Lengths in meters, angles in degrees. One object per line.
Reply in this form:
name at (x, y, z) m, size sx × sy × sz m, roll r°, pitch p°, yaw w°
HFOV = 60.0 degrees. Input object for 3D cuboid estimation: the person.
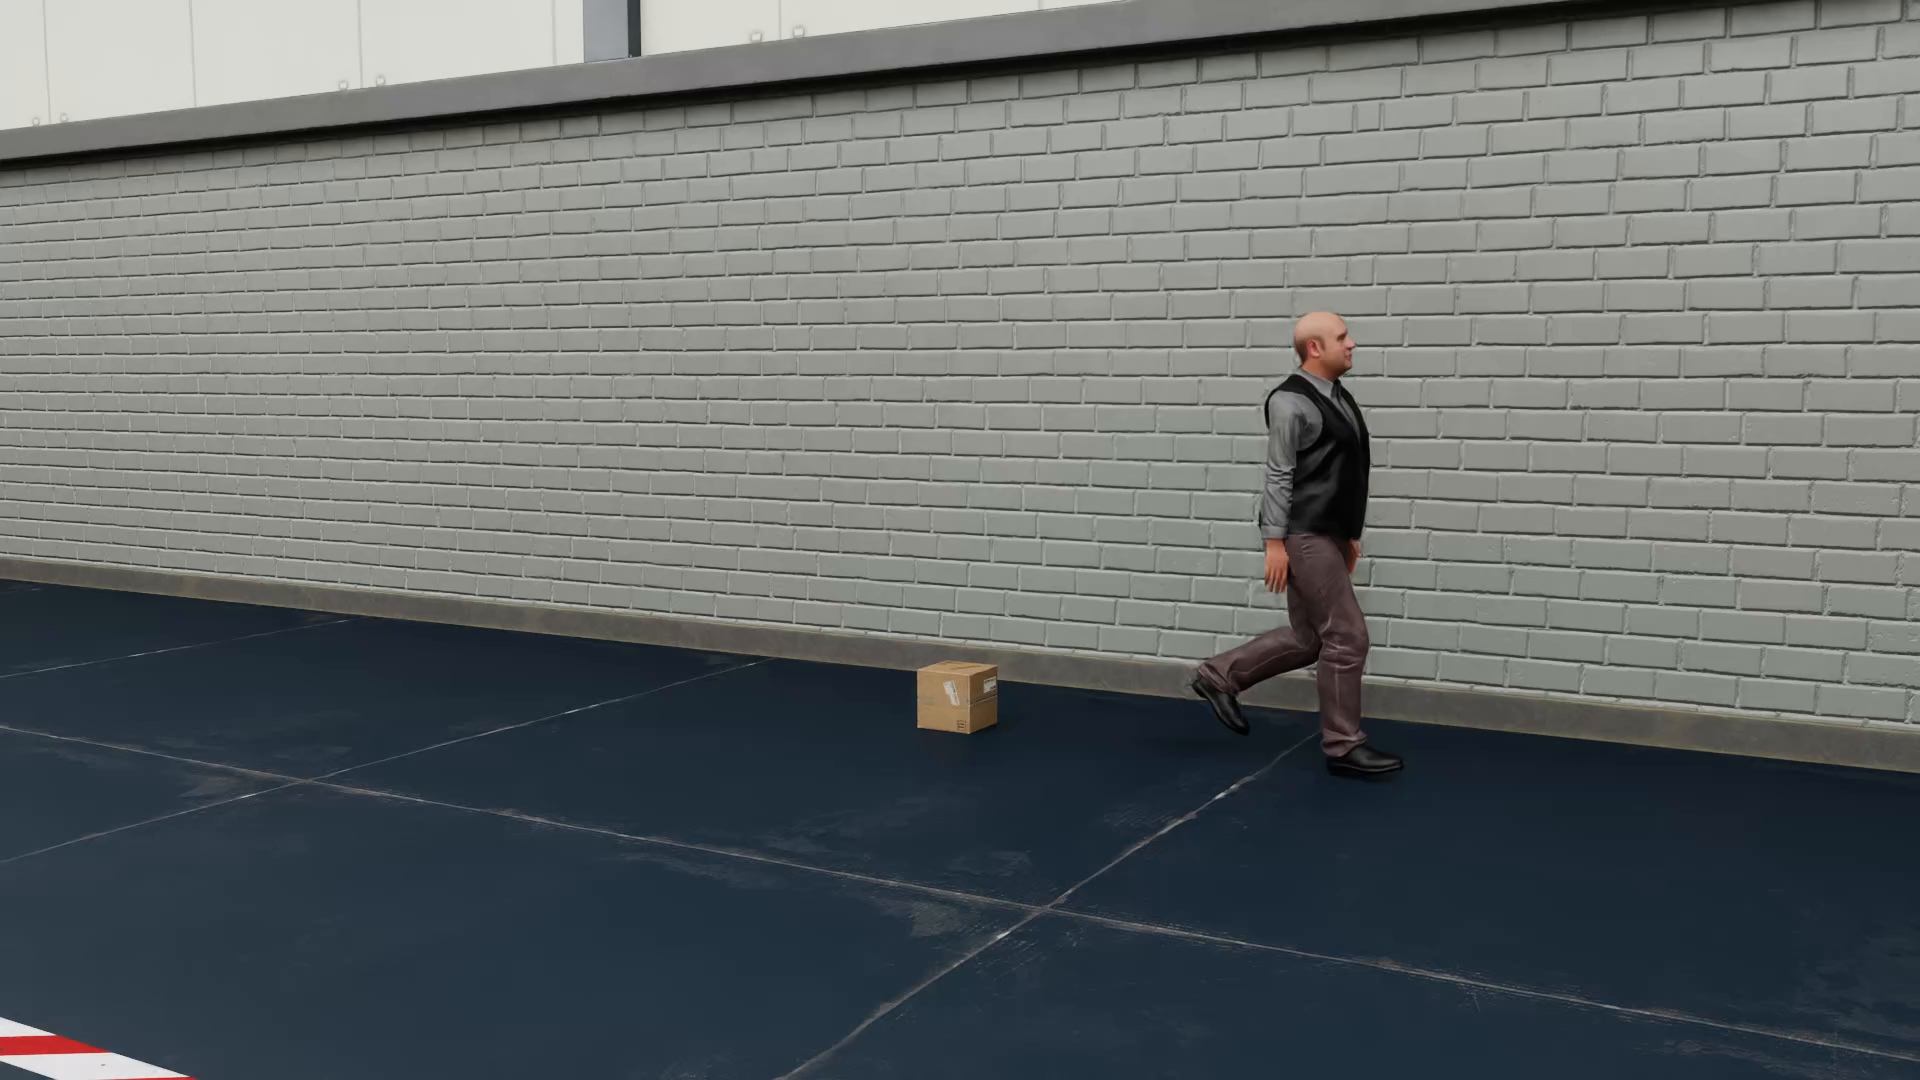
person at (1.274, -0.004, 6.250) m, size 0.890 × 1.694 × 0.550 m, roll 4°, pitch 7°, yaw 31°
